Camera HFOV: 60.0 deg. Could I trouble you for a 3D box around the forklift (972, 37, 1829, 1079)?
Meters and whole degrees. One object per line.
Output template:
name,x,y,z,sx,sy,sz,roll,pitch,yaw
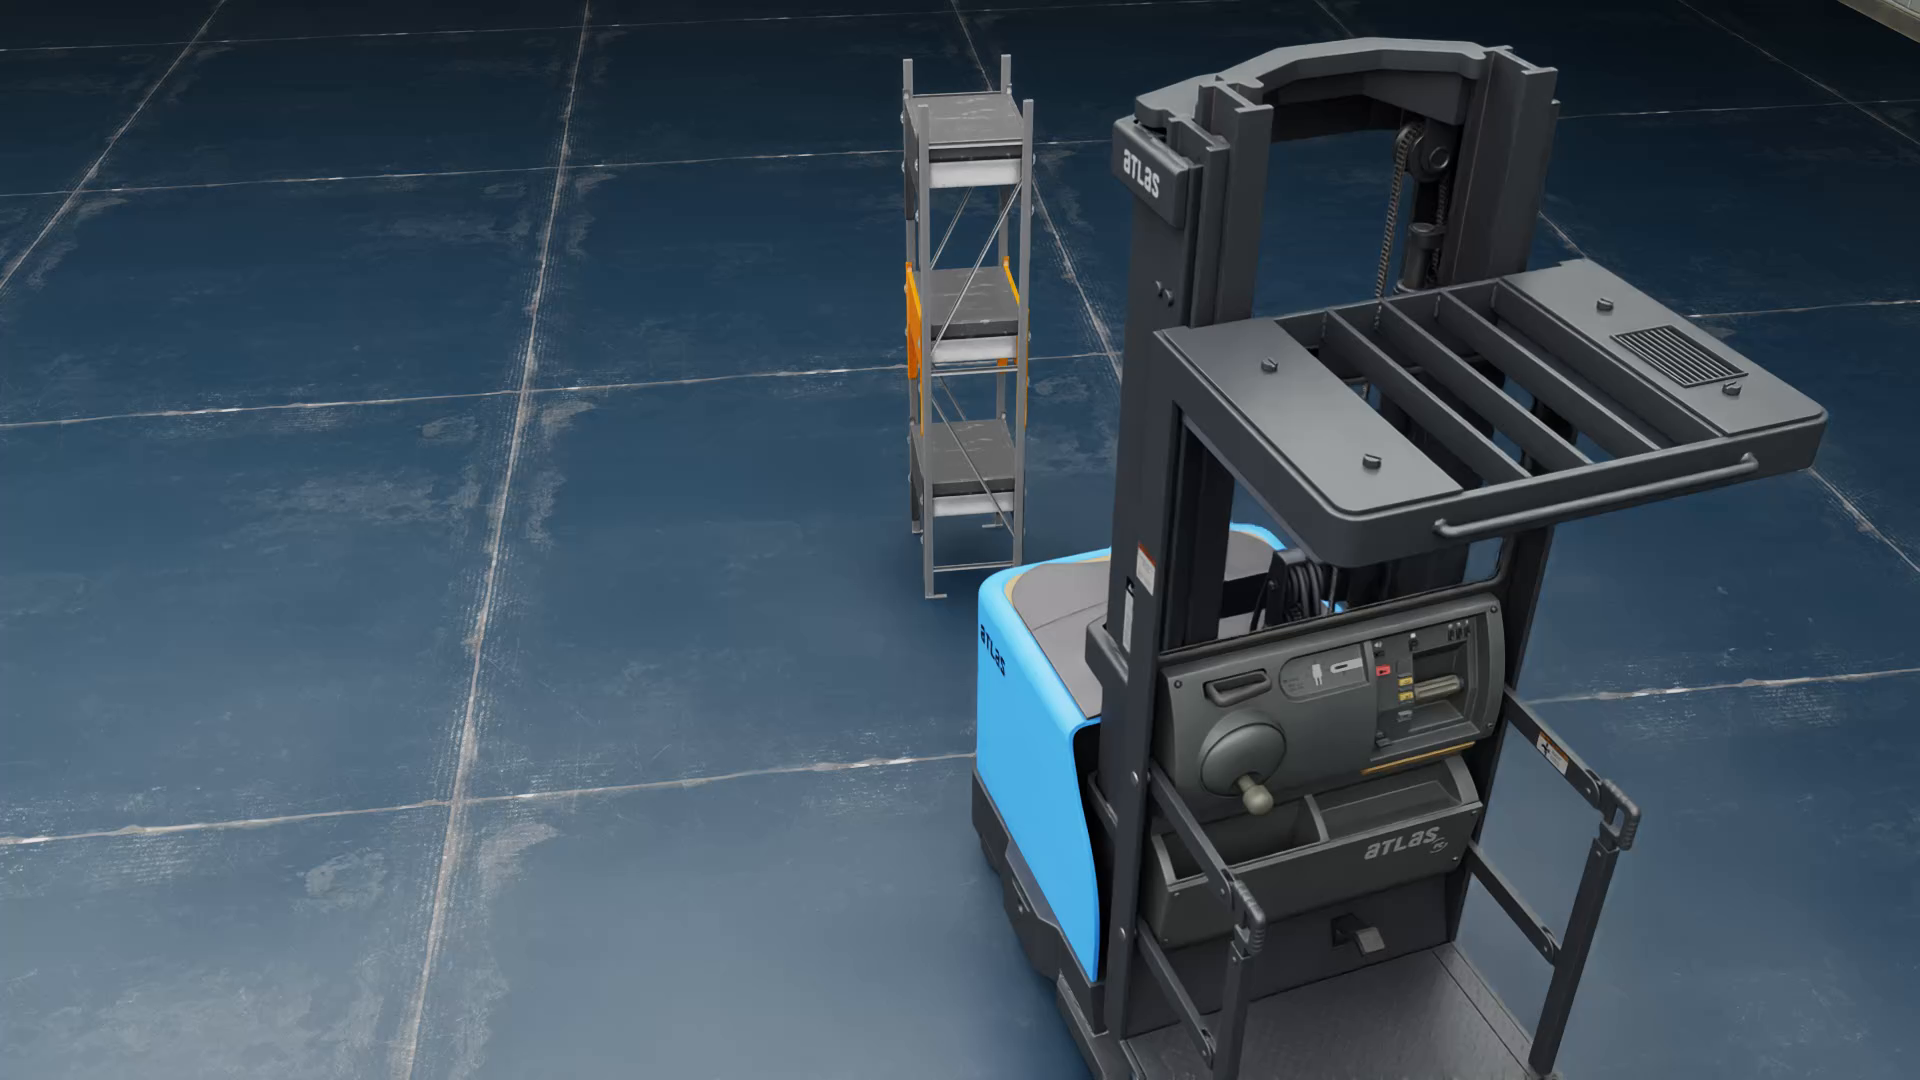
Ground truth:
forklift,1.015,0.471,3.956,1.130,2.935,3.031,-11,36,-16

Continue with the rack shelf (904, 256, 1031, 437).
rack shelf,0.022,-0.764,6.531,0.431,0.518,0.480,-4,35,-6

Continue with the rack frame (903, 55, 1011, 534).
rack frame,-0.011,-0.911,6.723,0.400,2.100,0.015,-4,35,-6

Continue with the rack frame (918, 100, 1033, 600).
rack frame,0.055,-0.639,6.323,0.400,2.100,0.015,-4,35,-6

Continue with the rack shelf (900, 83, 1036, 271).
rack shelf,0.022,-1.342,6.137,0.431,0.518,0.480,-4,35,-6

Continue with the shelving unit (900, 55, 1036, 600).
shelving unit,0.022,-0.775,6.523,0.431,2.100,0.503,-4,35,-6

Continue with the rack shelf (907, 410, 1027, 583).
rack shelf,0.022,-0.186,6.925,0.431,0.518,0.480,-4,35,-6
